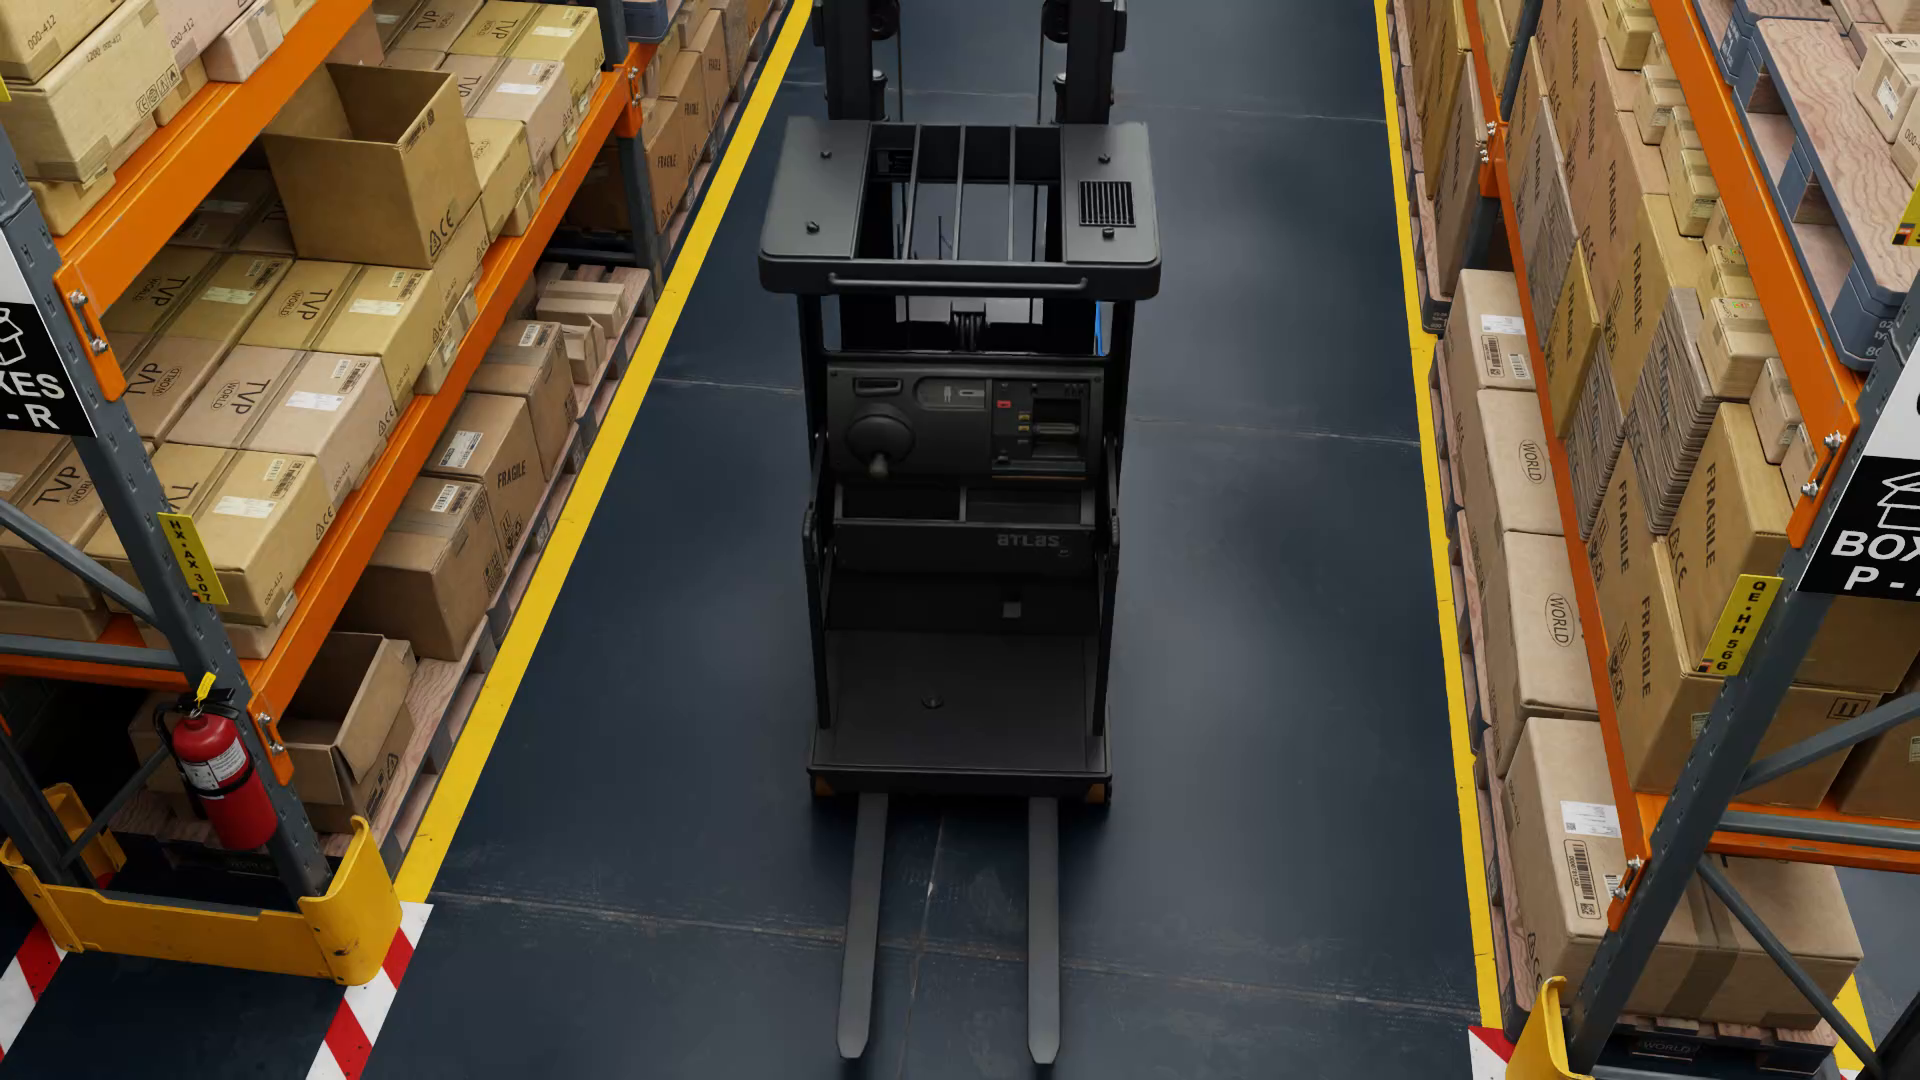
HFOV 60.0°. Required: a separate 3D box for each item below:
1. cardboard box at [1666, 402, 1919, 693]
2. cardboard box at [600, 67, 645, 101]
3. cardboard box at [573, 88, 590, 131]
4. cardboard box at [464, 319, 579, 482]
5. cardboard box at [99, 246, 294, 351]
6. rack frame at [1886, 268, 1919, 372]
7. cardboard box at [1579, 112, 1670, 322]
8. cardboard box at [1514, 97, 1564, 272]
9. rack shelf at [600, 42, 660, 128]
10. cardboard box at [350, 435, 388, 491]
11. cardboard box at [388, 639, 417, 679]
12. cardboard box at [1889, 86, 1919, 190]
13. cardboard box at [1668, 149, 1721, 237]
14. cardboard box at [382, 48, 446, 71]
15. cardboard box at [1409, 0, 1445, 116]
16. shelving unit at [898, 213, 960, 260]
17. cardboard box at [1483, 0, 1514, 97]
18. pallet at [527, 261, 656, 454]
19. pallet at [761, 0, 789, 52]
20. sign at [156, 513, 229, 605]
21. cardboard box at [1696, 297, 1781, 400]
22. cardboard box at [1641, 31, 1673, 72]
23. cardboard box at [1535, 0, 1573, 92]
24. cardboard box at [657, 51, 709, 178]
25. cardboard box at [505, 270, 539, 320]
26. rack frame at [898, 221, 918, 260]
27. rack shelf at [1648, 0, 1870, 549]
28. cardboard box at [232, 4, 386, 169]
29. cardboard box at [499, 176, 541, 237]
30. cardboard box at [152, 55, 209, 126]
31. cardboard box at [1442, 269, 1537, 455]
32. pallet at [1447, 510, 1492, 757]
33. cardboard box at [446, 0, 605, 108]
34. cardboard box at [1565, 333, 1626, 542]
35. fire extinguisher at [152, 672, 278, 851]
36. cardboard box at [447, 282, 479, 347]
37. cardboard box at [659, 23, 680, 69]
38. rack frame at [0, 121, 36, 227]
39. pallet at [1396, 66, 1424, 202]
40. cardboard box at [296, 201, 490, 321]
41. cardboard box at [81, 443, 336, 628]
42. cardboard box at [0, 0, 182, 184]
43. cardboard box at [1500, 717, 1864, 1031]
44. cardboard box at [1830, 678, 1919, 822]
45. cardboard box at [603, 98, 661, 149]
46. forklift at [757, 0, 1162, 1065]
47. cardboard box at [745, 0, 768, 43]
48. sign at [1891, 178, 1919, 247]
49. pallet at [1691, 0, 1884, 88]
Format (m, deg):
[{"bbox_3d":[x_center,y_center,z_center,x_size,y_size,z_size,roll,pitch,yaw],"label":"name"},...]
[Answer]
[{"bbox_3d":[2.177,0.017,4.273,0.500,0.500,0.500,7,44,7],"label":"cardboard box"},{"bbox_3d":[-1.792,-2.222,8.262,0.380,0.149,0.250,5,44,5],"label":"cardboard box"},{"bbox_3d":[-1.848,-1.897,7.277,0.380,0.149,0.250,6,44,7],"label":"cardboard box"},{"bbox_3d":[-2.108,-0.622,7.260,0.700,0.500,0.500,4,44,4],"label":"cardboard box"},{"bbox_3d":[-2.634,-0.762,5.788,0.500,0.250,0.500,7,44,7],"label":"cardboard box"},{"bbox_3d":[2.349,-1.412,2.218,1.000,3.000,0.127,5,44,6],"label":"rack frame"},{"bbox_3d":[2.354,-1.021,5.369,0.500,0.500,0.500,5,44,5],"label":"cardboard box"},{"bbox_3d":[2.486,-1.357,6.451,0.500,0.500,0.500,5,44,6],"label":"cardboard box"},{"bbox_3d":[-1.779,-3.510,9.321,1.077,0.370,4.000,5,44,6],"label":"rack shelf"},{"bbox_3d":[-2.174,-0.317,5.608,0.380,0.149,0.250,7,44,7],"label":"cardboard box"},{"bbox_3d":[-2.302,0.506,6.324,0.380,0.149,0.250,4,44,4],"label":"cardboard box"},{"bbox_3d":[2.319,-0.772,3.455,0.500,0.250,0.500,2,43,2],"label":"cardboard box"},{"bbox_3d":[2.312,-1.006,4.881,0.380,0.149,0.250,6,44,7],"label":"cardboard box"},{"bbox_3d":[-2.435,-1.806,6.891,0.500,0.250,0.500,5,44,5],"label":"cardboard box"},{"bbox_3d":[3.111,-2.996,9.495,0.875,0.875,0.875,6,44,6],"label":"cardboard box"},{"bbox_3d":[-0.131,-0.840,7.286,0.189,1.200,0.258,-14,45,-14],"label":"shelving unit"},{"bbox_3d":[2.687,-2.234,7.559,0.500,0.250,0.500,4,44,5],"label":"cardboard box"},{"bbox_3d":[-2.135,-0.928,8.099,1.003,0.211,1.213,5,44,6],"label":"pallet"},{"bbox_3d":[-1.650,-3.616,10.938,1.003,0.211,1.213,5,44,6],"label":"pallet"},{"bbox_3d":[-2.034,0.053,4.405,0.100,0.325,0.005,5,44,6],"label":"sign"},{"bbox_3d":[2.158,-0.490,4.336,0.380,0.149,0.250,5,44,5],"label":"cardboard box"},{"bbox_3d":[2.460,-1.528,5.432,0.380,0.149,0.250,5,44,5],"label":"cardboard box"},{"bbox_3d":[2.575,-2.056,6.462,0.500,0.500,0.500,6,44,6],"label":"cardboard box"},{"bbox_3d":[-1.695,-2.326,9.060,0.500,0.500,0.500,5,44,5],"label":"cardboard box"},{"bbox_3d":[-2.365,-1.156,7.961,0.500,0.311,0.500,7,44,7],"label":"cardboard box"},{"bbox_3d":[-0.217,-0.818,7.263,0.006,1.200,0.240,-14,45,-14],"label":"rack frame"},{"bbox_3d":[2.613,-1.425,4.937,1.077,0.370,4.000,5,44,6],"label":"rack shelf"},{"bbox_3d":[-2.504,-1.743,6.279,0.500,0.500,0.500,4,44,4],"label":"cardboard box"},{"bbox_3d":[-1.925,-1.365,6.715,0.380,0.149,0.250,5,44,5],"label":"cardboard box"},{"bbox_3d":[-2.240,-1.231,4.391,0.380,0.149,0.250,5,44,6],"label":"cardboard box"},{"bbox_3d":[2.688,-0.764,7.455,0.875,0.438,0.875,5,44,5],"label":"cardboard box"},{"bbox_3d":[2.541,0.398,6.698,1.003,0.211,1.213,5,44,6],"label":"pallet"},{"bbox_3d":[-1.868,-2.093,7.193,0.500,0.250,0.500,6,44,7],"label":"cardboard box"},{"bbox_3d":[2.290,-0.315,5.350,0.500,0.500,0.500,6,44,7],"label":"cardboard box"},{"bbox_3d":[-2.133,0.624,4.759,0.296,0.674,0.183,5,44,6],"label":"fire extinguisher"},{"bbox_3d":[-2.022,-0.845,6.165,0.380,0.149,0.250,6,44,6],"label":"cardboard box"},{"bbox_3d":[-1.726,-2.669,8.950,0.380,0.149,0.250,5,44,5],"label":"cardboard box"},{"bbox_3d":[-2.572,-1.861,2.692,1.000,3.000,0.127,5,44,6],"label":"rack frame"},{"bbox_3d":[3.064,-2.314,9.562,1.003,0.211,1.213,5,44,6],"label":"pallet"},{"bbox_3d":[-2.068,-1.060,6.103,0.500,0.250,0.500,4,44,4],"label":"cardboard box"},{"bbox_3d":[-2.245,-0.020,5.005,0.500,0.250,0.500,5,44,6],"label":"cardboard box"},{"bbox_3d":[-2.242,-1.103,3.966,0.500,0.250,0.500,5,44,5],"label":"cardboard box"},{"bbox_3d":[2.337,1.085,5.502,0.875,0.438,0.875,4,44,4],"label":"cardboard box"},{"bbox_3d":[2.697,0.429,4.565,0.500,0.500,0.500,5,44,5],"label":"cardboard box"},{"bbox_3d":[-1.732,-2.109,8.359,0.380,0.149,0.250,7,44,7],"label":"cardboard box"},{"bbox_3d":[0.012,-0.307,5.465,1.130,2.935,3.031,1,43,1],"label":"forklift"},{"bbox_3d":[-1.500,-3.374,10.167,0.500,0.500,0.500,7,44,7],"label":"cardboard box"},{"bbox_3d":[1.813,-0.674,3.035,0.100,0.325,0.005,5,44,6],"label":"sign"},{"bbox_3d":[2.595,-1.631,4.696,1.003,0.211,1.213,5,44,6],"label":"pallet"}]
